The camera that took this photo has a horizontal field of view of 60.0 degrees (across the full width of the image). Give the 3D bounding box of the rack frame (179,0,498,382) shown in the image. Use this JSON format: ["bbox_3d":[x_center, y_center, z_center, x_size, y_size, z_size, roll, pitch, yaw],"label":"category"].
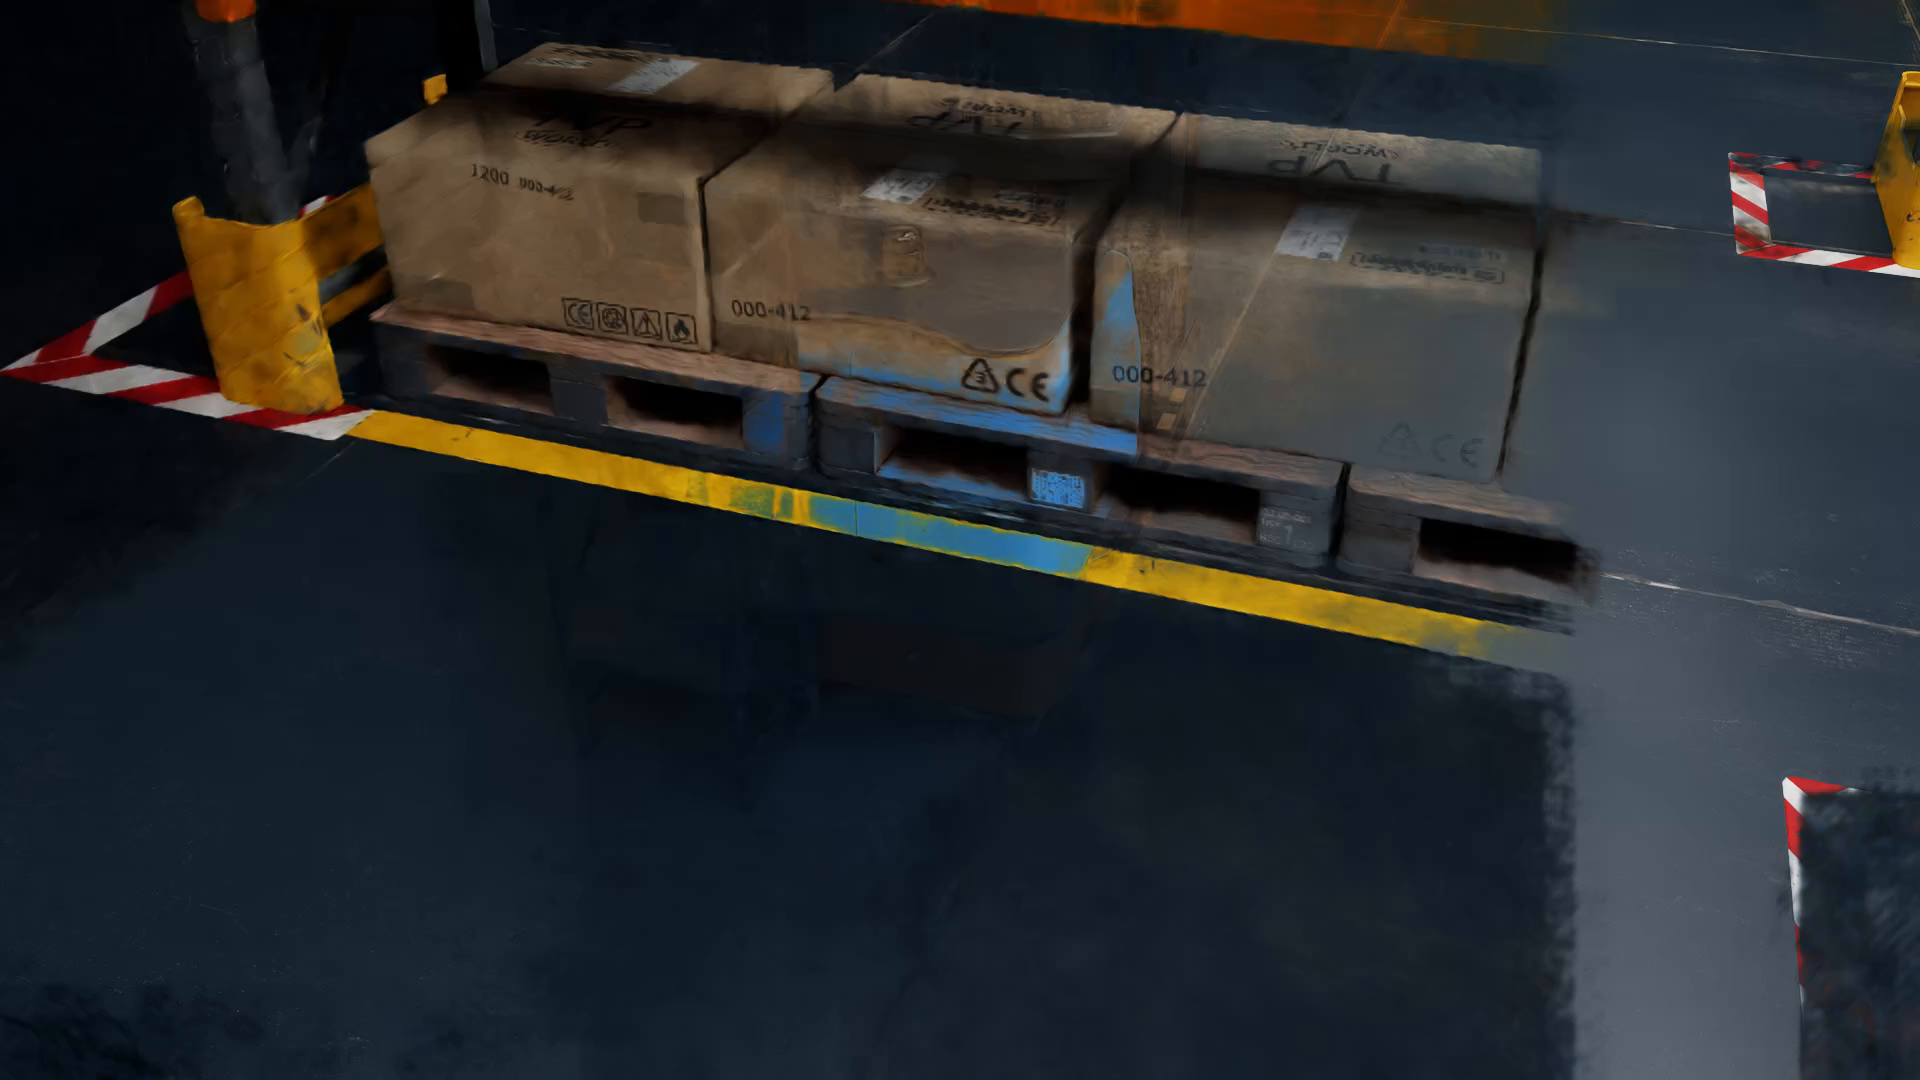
[{"bbox_3d":[4.342,-2.679,6.634,0.127,3.000,1.000,11,34,16],"label":"rack frame"}]

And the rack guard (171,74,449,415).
[{"bbox_3d":[4.319,-1.633,7.319,0.348,0.500,1.175,11,34,16],"label":"rack guard"}]
